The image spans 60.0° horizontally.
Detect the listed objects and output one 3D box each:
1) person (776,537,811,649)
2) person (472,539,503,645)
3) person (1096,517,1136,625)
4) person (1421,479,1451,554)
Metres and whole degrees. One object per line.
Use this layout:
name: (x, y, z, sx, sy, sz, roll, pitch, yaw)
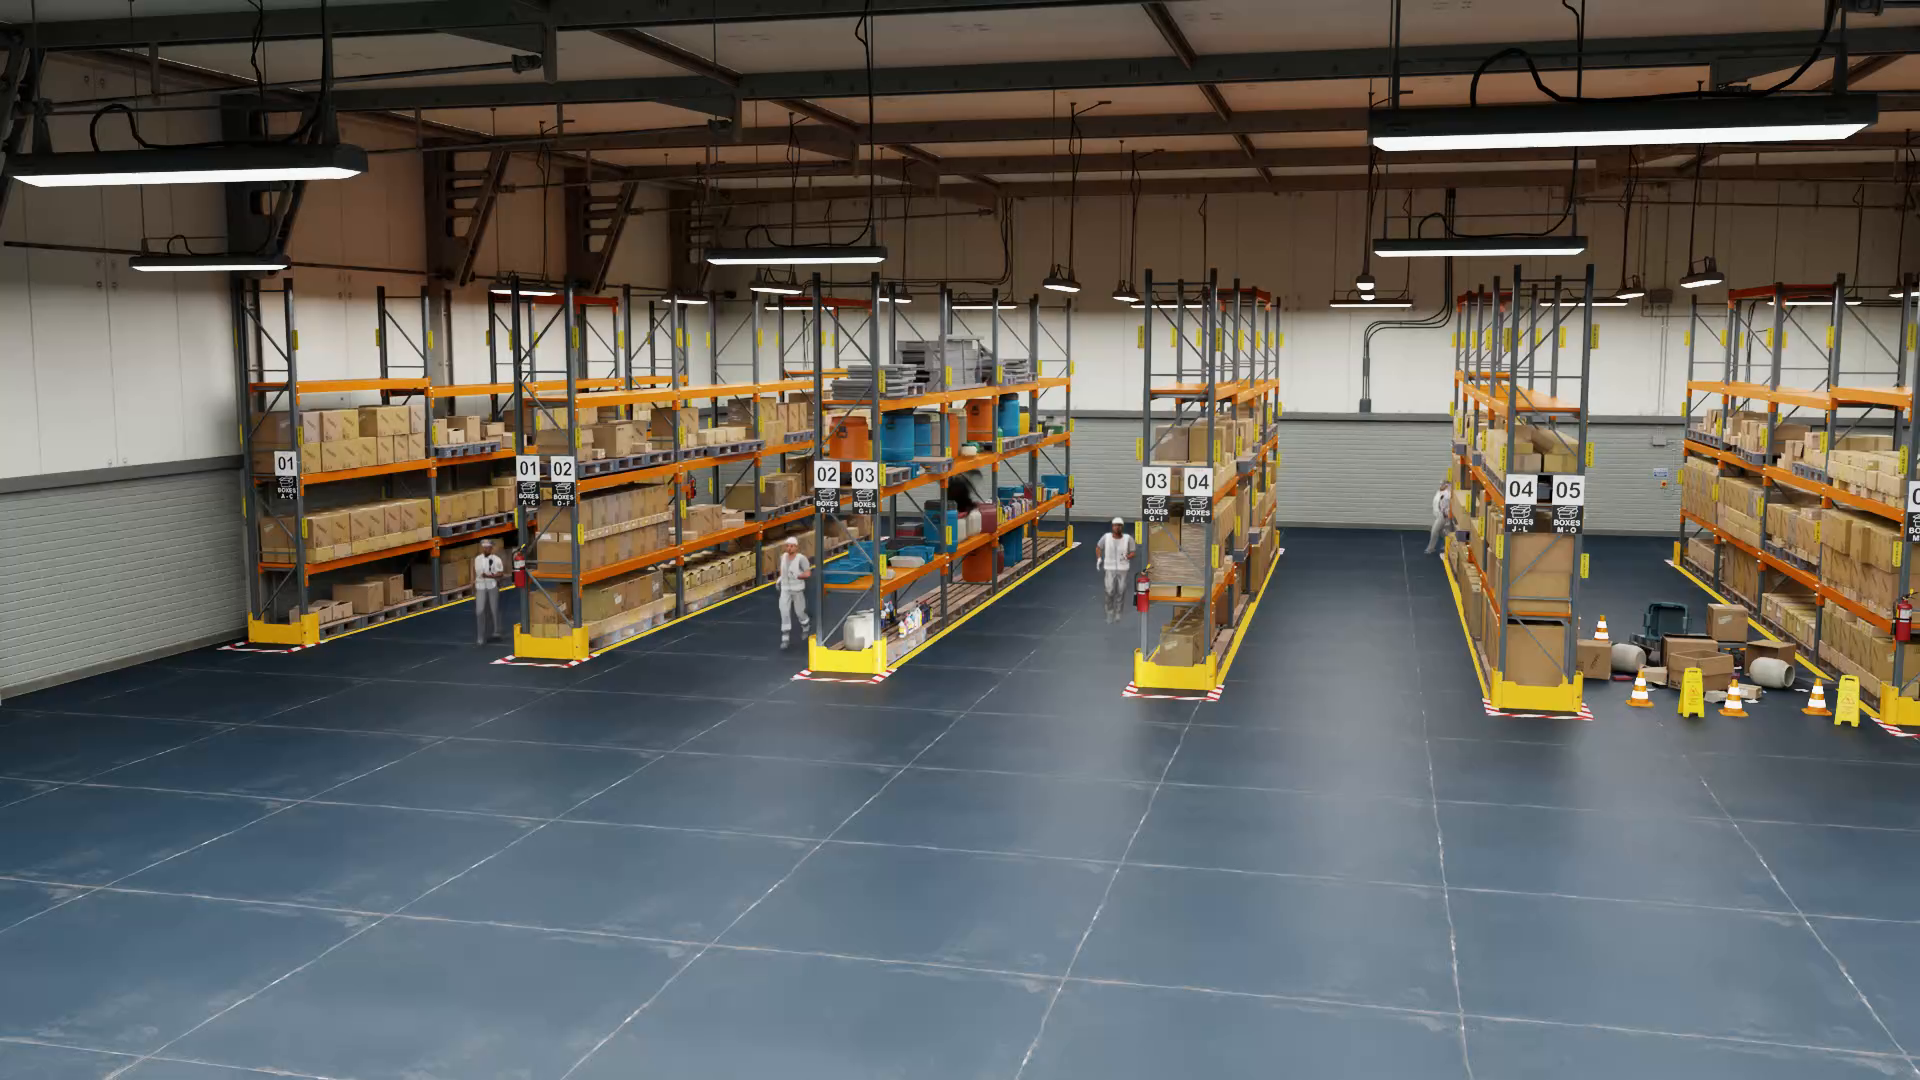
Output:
person: (-2.716, 0.829, 27.119, 0.670, 1.776, 1.007, 2, 7, 16)
person: (-7.859, 0.848, 27.690, 0.548, 1.758, 0.763, 0, 7, -2)
person: (2.596, 0.527, 27.689, 0.660, 1.803, 0.656, 0, 7, 4)
person: (11.336, -0.554, 39.074, 0.906, 1.789, 0.737, -2, 7, -13)
